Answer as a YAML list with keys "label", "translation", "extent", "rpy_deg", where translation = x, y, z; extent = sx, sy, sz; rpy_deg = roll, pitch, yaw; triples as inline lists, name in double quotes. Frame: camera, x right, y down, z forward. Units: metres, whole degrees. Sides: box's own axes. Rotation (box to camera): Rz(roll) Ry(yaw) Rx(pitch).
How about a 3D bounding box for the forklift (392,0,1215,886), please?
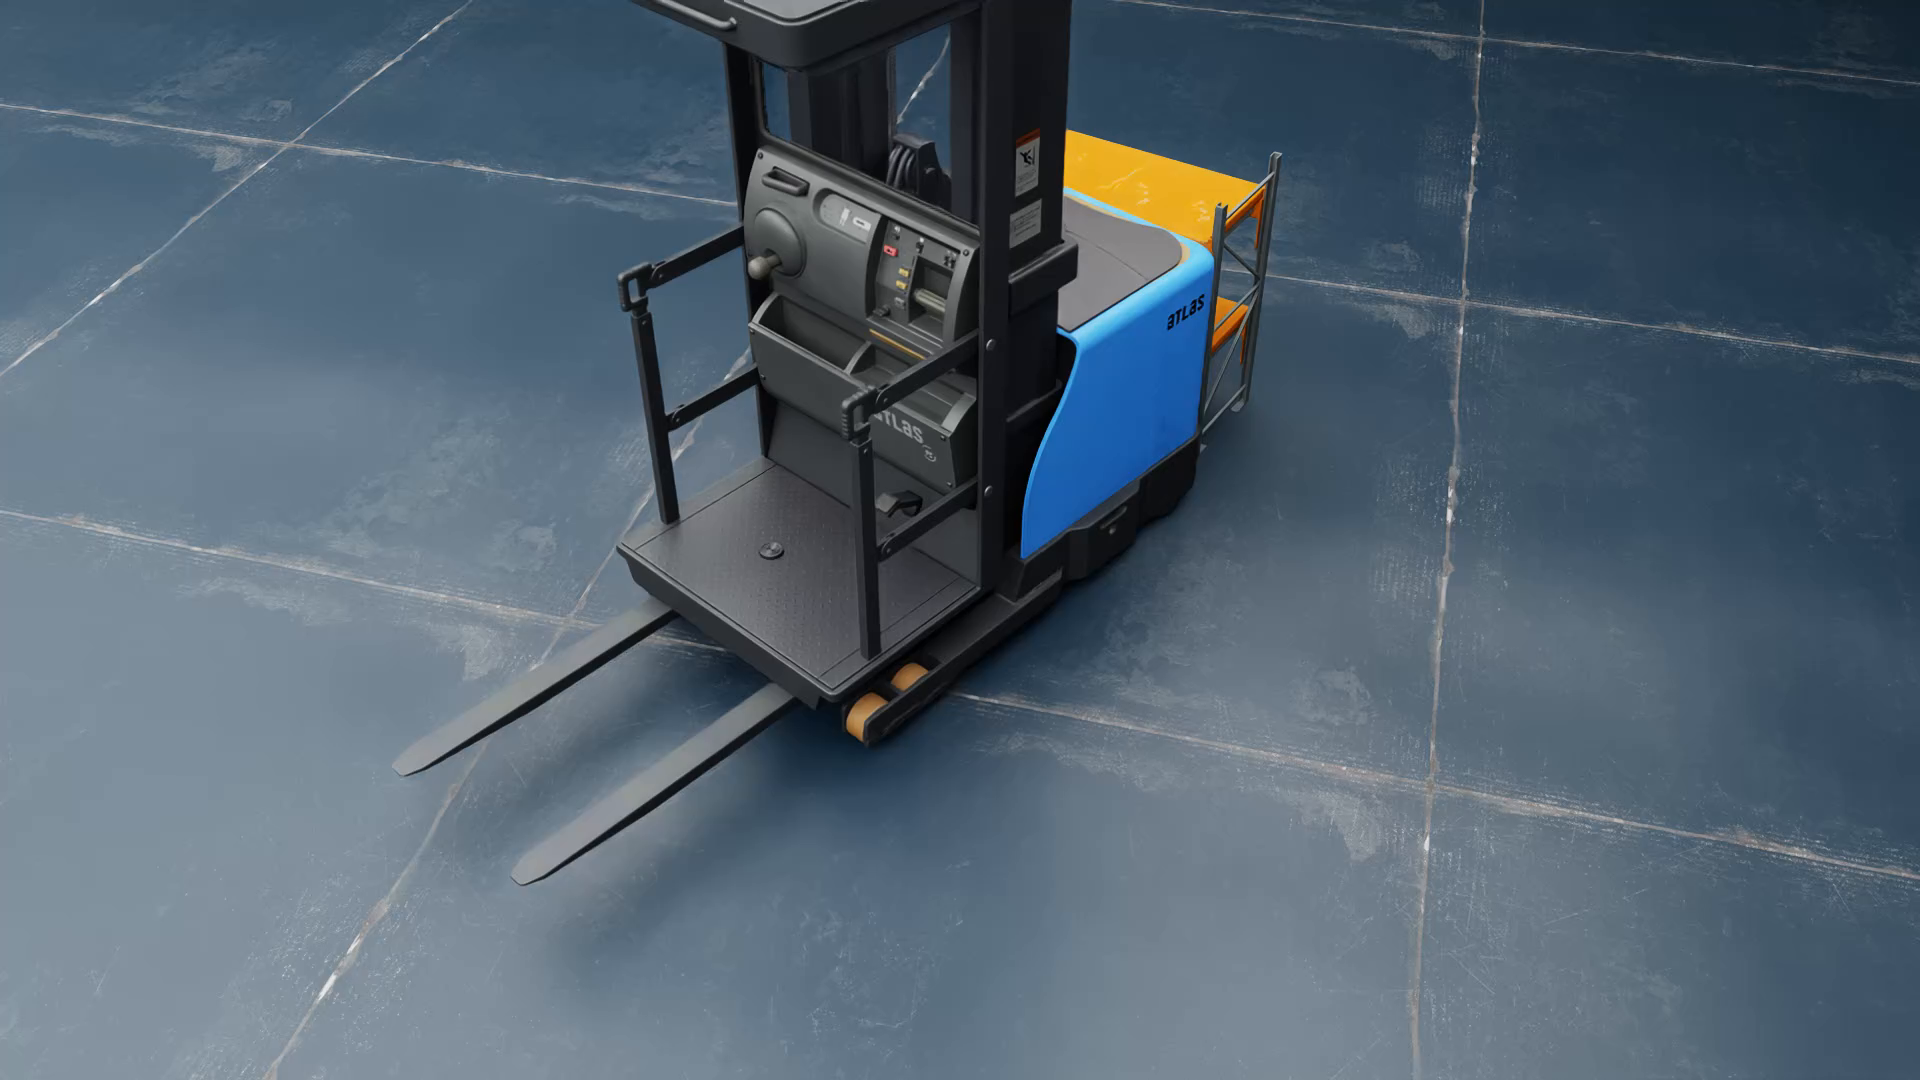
- label: "forklift"
  translation: [-0.464, -0.827, 4.956]
  extent: [1.130, 2.935, 3.031]
  rpy_deg: [31, 49, 31]

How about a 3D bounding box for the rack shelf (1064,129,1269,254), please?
- label: "rack shelf"
  translation: [0.632, -1.289, 6.455]
  extent: [1.000, 0.278, 0.538]
  rpy_deg: [23, 45, 25]

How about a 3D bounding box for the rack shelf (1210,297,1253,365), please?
- label: "rack shelf"
  translation: [0.632, -0.878, 6.801]
  extent: [1.000, 0.278, 0.538]
  rpy_deg: [23, 45, 25]

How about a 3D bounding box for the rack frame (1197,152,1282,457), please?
- label: "rack frame"
  translation: [1.057, -0.886, 6.431]
  extent: [0.032, 1.125, 0.500]
  rpy_deg: [23, 45, 25]

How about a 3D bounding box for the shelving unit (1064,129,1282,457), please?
- label: "shelving unit"
  translation: [0.632, -1.065, 6.644]
  extent: [1.048, 1.125, 0.538]
  rpy_deg: [23, 45, 25]
